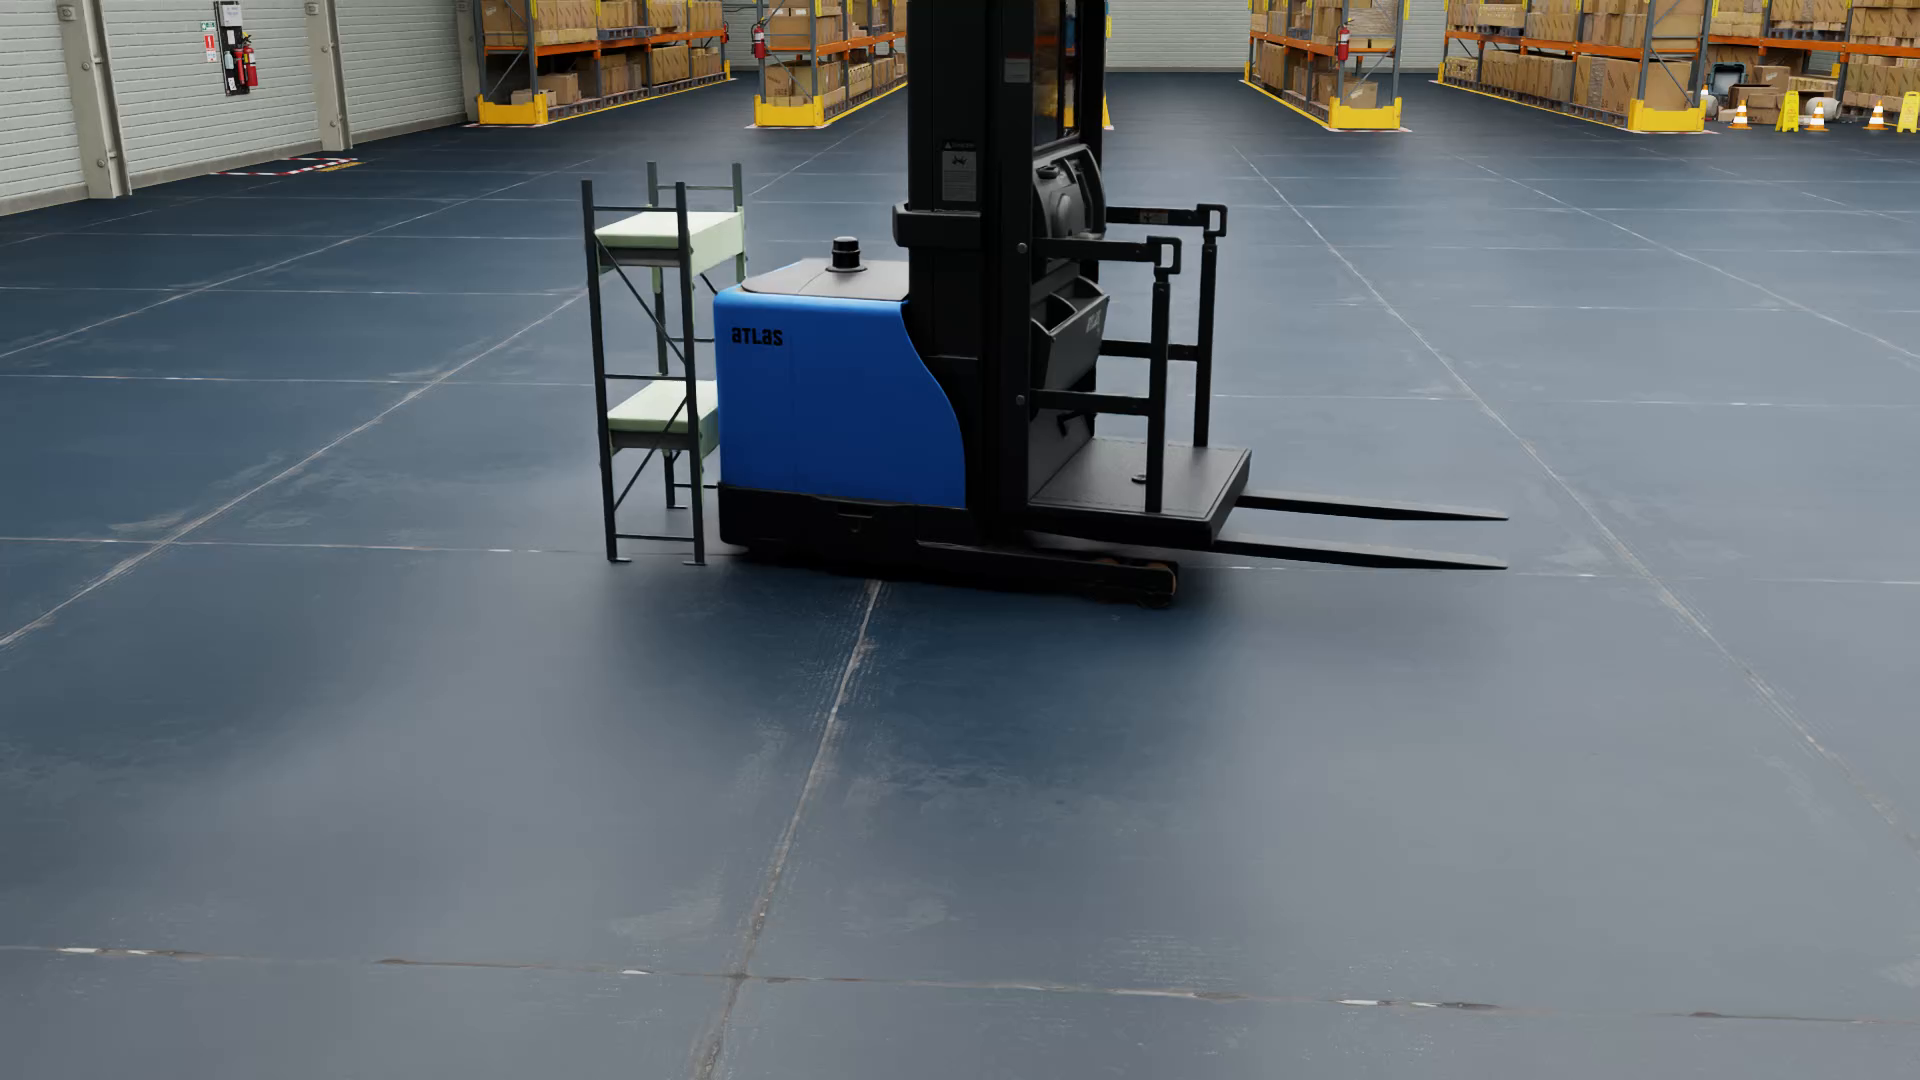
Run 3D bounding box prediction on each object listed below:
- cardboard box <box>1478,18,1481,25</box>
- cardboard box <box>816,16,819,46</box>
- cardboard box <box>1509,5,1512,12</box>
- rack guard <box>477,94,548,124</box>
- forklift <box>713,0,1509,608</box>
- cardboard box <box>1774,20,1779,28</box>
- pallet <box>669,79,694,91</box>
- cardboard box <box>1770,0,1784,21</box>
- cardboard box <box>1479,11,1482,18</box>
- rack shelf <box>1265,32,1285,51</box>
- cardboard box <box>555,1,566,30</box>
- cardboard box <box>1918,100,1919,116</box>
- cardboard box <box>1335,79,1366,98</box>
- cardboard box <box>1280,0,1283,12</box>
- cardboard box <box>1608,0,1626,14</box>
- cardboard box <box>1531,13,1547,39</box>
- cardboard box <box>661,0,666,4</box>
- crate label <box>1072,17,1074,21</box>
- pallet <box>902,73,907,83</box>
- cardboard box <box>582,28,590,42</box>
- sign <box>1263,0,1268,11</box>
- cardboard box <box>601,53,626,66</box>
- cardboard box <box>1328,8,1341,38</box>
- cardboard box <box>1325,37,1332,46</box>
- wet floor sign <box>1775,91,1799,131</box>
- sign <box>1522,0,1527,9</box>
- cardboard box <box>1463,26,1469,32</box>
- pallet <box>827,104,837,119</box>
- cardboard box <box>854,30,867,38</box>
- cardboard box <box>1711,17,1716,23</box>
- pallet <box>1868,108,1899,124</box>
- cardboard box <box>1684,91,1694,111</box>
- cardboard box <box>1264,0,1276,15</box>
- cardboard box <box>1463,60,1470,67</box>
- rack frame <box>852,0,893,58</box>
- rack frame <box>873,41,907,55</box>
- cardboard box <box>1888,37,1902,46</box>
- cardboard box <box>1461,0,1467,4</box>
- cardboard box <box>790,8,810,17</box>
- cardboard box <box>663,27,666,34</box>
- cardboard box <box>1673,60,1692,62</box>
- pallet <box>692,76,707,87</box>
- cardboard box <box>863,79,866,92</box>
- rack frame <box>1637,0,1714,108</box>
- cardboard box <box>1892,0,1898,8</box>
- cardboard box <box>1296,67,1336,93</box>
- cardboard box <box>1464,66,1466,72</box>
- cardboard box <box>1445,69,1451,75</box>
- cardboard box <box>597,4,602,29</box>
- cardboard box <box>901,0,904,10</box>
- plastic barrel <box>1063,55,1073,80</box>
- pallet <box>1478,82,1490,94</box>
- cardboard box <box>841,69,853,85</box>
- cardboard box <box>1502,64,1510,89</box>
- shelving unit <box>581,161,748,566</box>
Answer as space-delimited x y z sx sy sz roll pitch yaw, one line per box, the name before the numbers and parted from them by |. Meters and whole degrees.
cardboard box | 12.218 -12.014 38.500 0.380 0.149 0.250 0 18 1
cardboard box | -2.897 -9.039 29.530 0.700 0.500 0.500 2 18 5
cardboard box | 12.016 -11.407 35.692 0.380 0.149 0.250 1 18 3
rack guard | -7.912 -7.629 29.401 1.175 0.500 0.348 1 18 4
forklift | 0.606 -1.325 6.261 3.031 2.935 1.130 6 19 17
cardboard box | 17.154 -10.708 34.514 0.380 0.149 0.250 0 18 1
pallet | -7.037 -10.953 40.012 1.003 0.211 1.213 1 18 4
cardboard box | 17.100 -10.978 34.297 0.500 0.500 0.500 1 18 2
cardboard box | 12.218 -12.155 38.454 0.380 0.149 0.250 2 18 5
rack shelf | 7.622 -11.225 37.518 1.077 0.370 4.000 1 18 4
cardboard box | -7.494 -9.543 30.233 0.500 0.500 0.500 1 18 2
cardboard box | 16.581 -7.397 28.423 0.500 0.250 0.500 1 18 4
cardboard box | 7.039 -8.047 30.003 0.500 0.500 0.500 3 18 9
cardboard box | 7.667 -12.301 37.874 0.797 0.503 0.637 1 18 5
cardboard box | 11.941 -9.529 29.212 0.875 0.550 0.500 1 18 4
cardboard box | 12.083 -10.560 34.172 0.500 0.500 0.500 1 18 3
cardboard box | -6.984 -12.290 37.737 0.500 0.250 0.500 1 18 4
crate label | 2.197 -10.771 34.919 0.502 0.435 0.616 1 18 4
pallet | -1.890 -12.056 43.378 1.003 0.211 1.213 1 18 4
cardboard box | -7.406 -9.665 31.810 0.500 0.250 0.500 1 18 4
sign | 7.211 -12.649 39.191 0.100 0.325 0.005 1 18 4
cardboard box | -7.446 -10.255 35.505 0.500 0.250 0.500 2 18 5
cardboard box | 6.888 -8.978 28.867 0.875 0.500 0.500 1 18 4
cardboard box | 6.722 -8.903 29.680 0.380 0.149 0.250 1 18 4
wet floor sign | 13.818 -7.147 27.698 0.267 0.644 0.232 -2 18 -6
sign | 11.876 -11.325 34.937 0.100 0.325 0.005 1 18 4
cardboard box | 12.532 -12.508 40.681 0.380 0.149 0.250 2 18 5
pallet | -2.873 -7.975 30.921 1.003 0.211 1.213 1 18 4
cardboard box | -2.191 -10.763 35.357 0.380 0.149 0.250 1 18 4
cardboard box | 17.327 -11.840 37.678 0.500 0.250 0.500 2 18 5
pallet | 16.978 -7.568 29.680 1.003 0.211 1.213 1 18 4
cardboard box | 13.044 -7.870 30.133 0.500 0.500 0.500 4 19 13
cardboard box | 7.531 -12.763 39.616 0.500 0.500 0.500 2 18 5
cardboard box | 12.484 -11.613 40.494 0.380 0.149 0.250 0 18 1
rack frame | -2.116 -12.410 39.980 1.000 3.000 0.127 1 18 4
rack frame | -1.829 -13.653 43.772 1.000 3.000 0.127 1 18 4
cardboard box | 16.642 -8.796 29.354 0.380 0.149 0.250 1 18 4
cardboard box | 12.572 -13.343 40.581 0.500 0.500 0.500 1 18 2
cardboard box | -2.733 -9.156 28.847 0.380 0.149 0.250 1 18 4
cardboard box | -6.990 -11.741 38.310 0.380 0.149 0.250 1 18 4
cardboard box | 17.865 -11.420 40.397 0.875 0.438 0.875 1 18 2
pallet | -6.924 -11.429 41.464 1.003 0.211 1.213 1 18 4
cardboard box | -2.269 -9.576 35.071 0.500 0.250 0.500 2 18 5
rack frame | 11.845 -8.319 27.494 1.000 3.000 0.127 1 18 4
cardboard box | 16.760 -9.537 28.967 0.700 0.500 0.500 1 18 4
cardboard box | 7.423 -9.586 34.668 0.700 0.500 0.500 0 18 -1
cardboard box | 12.573 -11.543 40.760 0.380 0.149 0.250 0 18 1
cardboard box | 12.635 -11.978 42.563 0.380 0.149 0.250 2 18 5
cardboard box | -7.560 -10.449 33.127 0.700 0.500 0.500 1 18 4
cardboard box | -1.691 -13.553 41.702 0.500 0.500 0.500 2 18 6
plastic barrel | 2.556 -10.377 36.585 0.600 0.830 0.708 1 18 4
pallet | 12.651 -10.479 38.564 1.003 0.211 1.213 1 18 4
cardboard box | -2.411 -9.208 33.048 0.500 0.311 0.500 1 18 4
cardboard box | 12.246 -10.187 36.534 0.500 0.500 0.500 2 18 6
shelving unit | -1.157 -0.735 6.759 0.431 1.500 0.755 3 18 9
